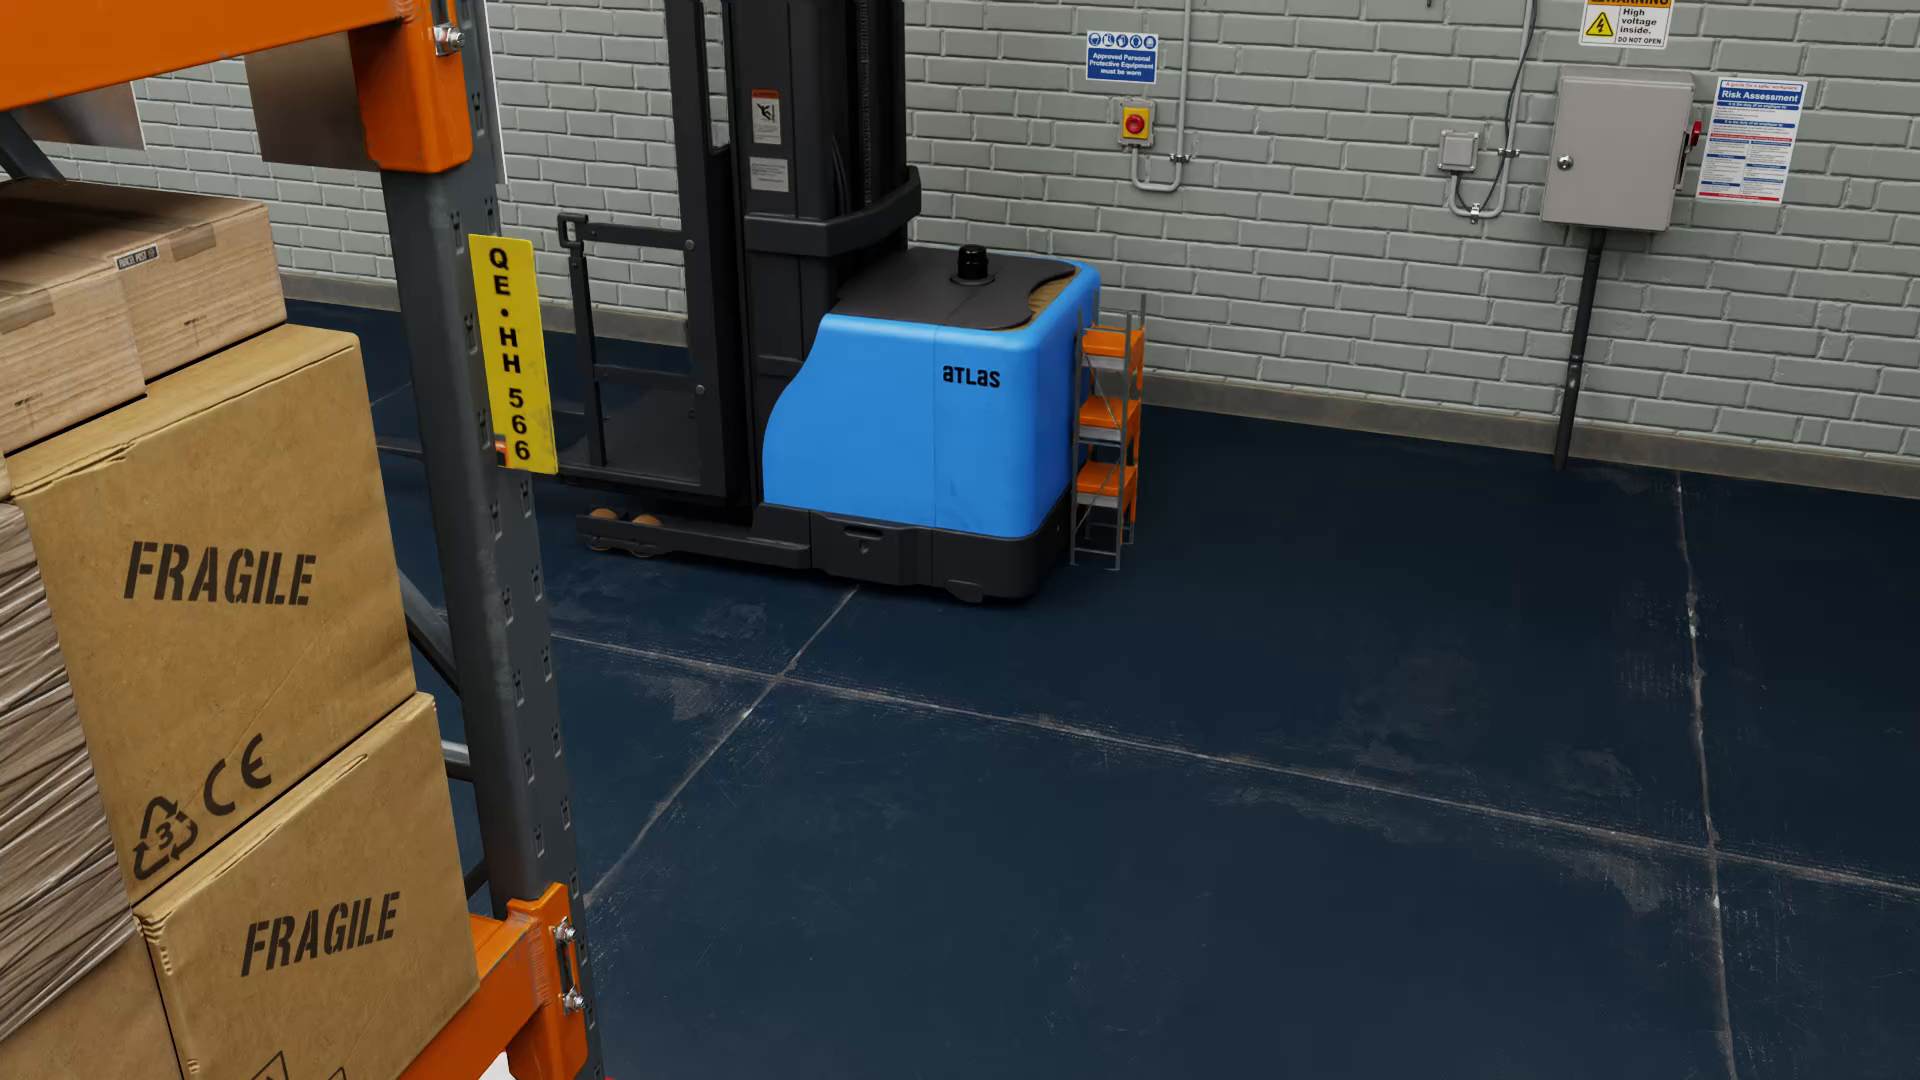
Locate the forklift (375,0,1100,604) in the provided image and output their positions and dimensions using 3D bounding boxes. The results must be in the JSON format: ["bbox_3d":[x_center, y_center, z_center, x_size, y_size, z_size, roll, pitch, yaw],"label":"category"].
[{"bbox_3d":[-1.009,-1.455,6.392,3.031,2.935,1.130,8,27,17],"label":"forklift"}]

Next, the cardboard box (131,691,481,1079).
[{"bbox_3d":[-1.013,0.492,2.176,0.500,0.500,0.500,9,27,18],"label":"cardboard box"}]

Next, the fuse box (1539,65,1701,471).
[{"bbox_3d":[2.685,-1.075,7.008,0.539,1.711,0.414,9,27,17],"label":"fuse box"}]

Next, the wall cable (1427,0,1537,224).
[{"bbox_3d":[2.094,-2.276,6.843,0.588,1.984,0.122,9,27,17],"label":"wall cable"}]

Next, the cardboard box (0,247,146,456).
[{"bbox_3d":[-1.094,-0.202,1.719,0.380,0.149,0.250,9,27,18],"label":"cardboard box"}]

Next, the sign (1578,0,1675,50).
[{"bbox_3d":[2.702,-2.120,6.739,0.339,0.242,0.001,9,27,17],"label":"sign"}]

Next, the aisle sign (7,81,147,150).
[{"bbox_3d":[-1.351,-0.941,2.268,0.394,0.787,0.004,9,27,17],"label":"aisle sign"}]

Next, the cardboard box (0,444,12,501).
[{"bbox_3d":[-1.101,-0.084,1.474,0.380,0.149,0.250,8,27,17],"label":"cardboard box"}]

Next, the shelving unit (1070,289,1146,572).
[{"bbox_3d":[0.566,-0.413,6.399,0.215,1.050,0.252,8,27,16],"label":"shelving unit"}]

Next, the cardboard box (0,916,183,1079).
[{"bbox_3d":[-1.194,0.696,1.755,0.500,0.500,0.500,8,27,16],"label":"cardboard box"}]

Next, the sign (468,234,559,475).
[{"bbox_3d":[-0.595,-0.243,2.209,0.100,0.325,0.005,9,27,17],"label":"sign"}]

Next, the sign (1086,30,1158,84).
[{"bbox_3d":[0.727,-2.174,7.487,0.327,0.218,0.001,9,27,17],"label":"sign"}]

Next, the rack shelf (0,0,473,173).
[{"bbox_3d":[-1.767,0.096,0.492,1.077,0.370,4.000,9,27,17],"label":"rack shelf"}]

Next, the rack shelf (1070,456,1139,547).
[{"bbox_3d":[0.566,-0.154,6.525,0.215,0.259,0.240,8,27,16],"label":"rack shelf"}]

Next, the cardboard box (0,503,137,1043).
[{"bbox_3d":[-1.184,0.257,1.514,0.500,0.500,0.500,9,27,18],"label":"cardboard box"}]

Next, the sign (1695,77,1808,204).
[{"bbox_3d":[3.220,-1.626,6.775,0.329,0.494,0.001,9,27,17],"label":"sign"}]

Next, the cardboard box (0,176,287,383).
[{"bbox_3d":[-1.032,-0.310,1.941,0.380,0.149,0.250,9,27,18],"label":"cardboard box"}]

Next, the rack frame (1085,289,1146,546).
[{"bbox_3d":[0.603,-0.464,6.503,0.200,1.050,0.008,8,27,16],"label":"rack frame"}]

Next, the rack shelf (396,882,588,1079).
[{"bbox_3d":[-1.767,1.446,1.146,1.077,0.370,4.000,9,27,17],"label":"rack shelf"}]

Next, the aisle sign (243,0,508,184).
[{"bbox_3d":[-0.786,-0.854,2.089,0.394,0.787,0.004,9,27,17],"label":"aisle sign"}]

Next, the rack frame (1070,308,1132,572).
[{"bbox_3d":[0.528,-0.363,6.294,0.200,1.050,0.008,8,27,16],"label":"rack frame"}]

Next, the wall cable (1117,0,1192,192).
[{"bbox_3d":[0.752,-2.491,7.252,0.585,1.953,0.123,9,27,17],"label":"wall cable"}]

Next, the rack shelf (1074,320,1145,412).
[{"bbox_3d":[0.566,-0.659,6.280,0.215,0.259,0.240,8,27,16],"label":"rack shelf"}]

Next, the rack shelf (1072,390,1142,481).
[{"bbox_3d":[0.566,-0.404,6.404,0.215,0.259,0.240,8,27,16],"label":"rack shelf"}]

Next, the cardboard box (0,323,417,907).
[{"bbox_3d":[-1.038,0.038,1.967,0.500,0.500,0.500,10,27,19],"label":"cardboard box"}]
